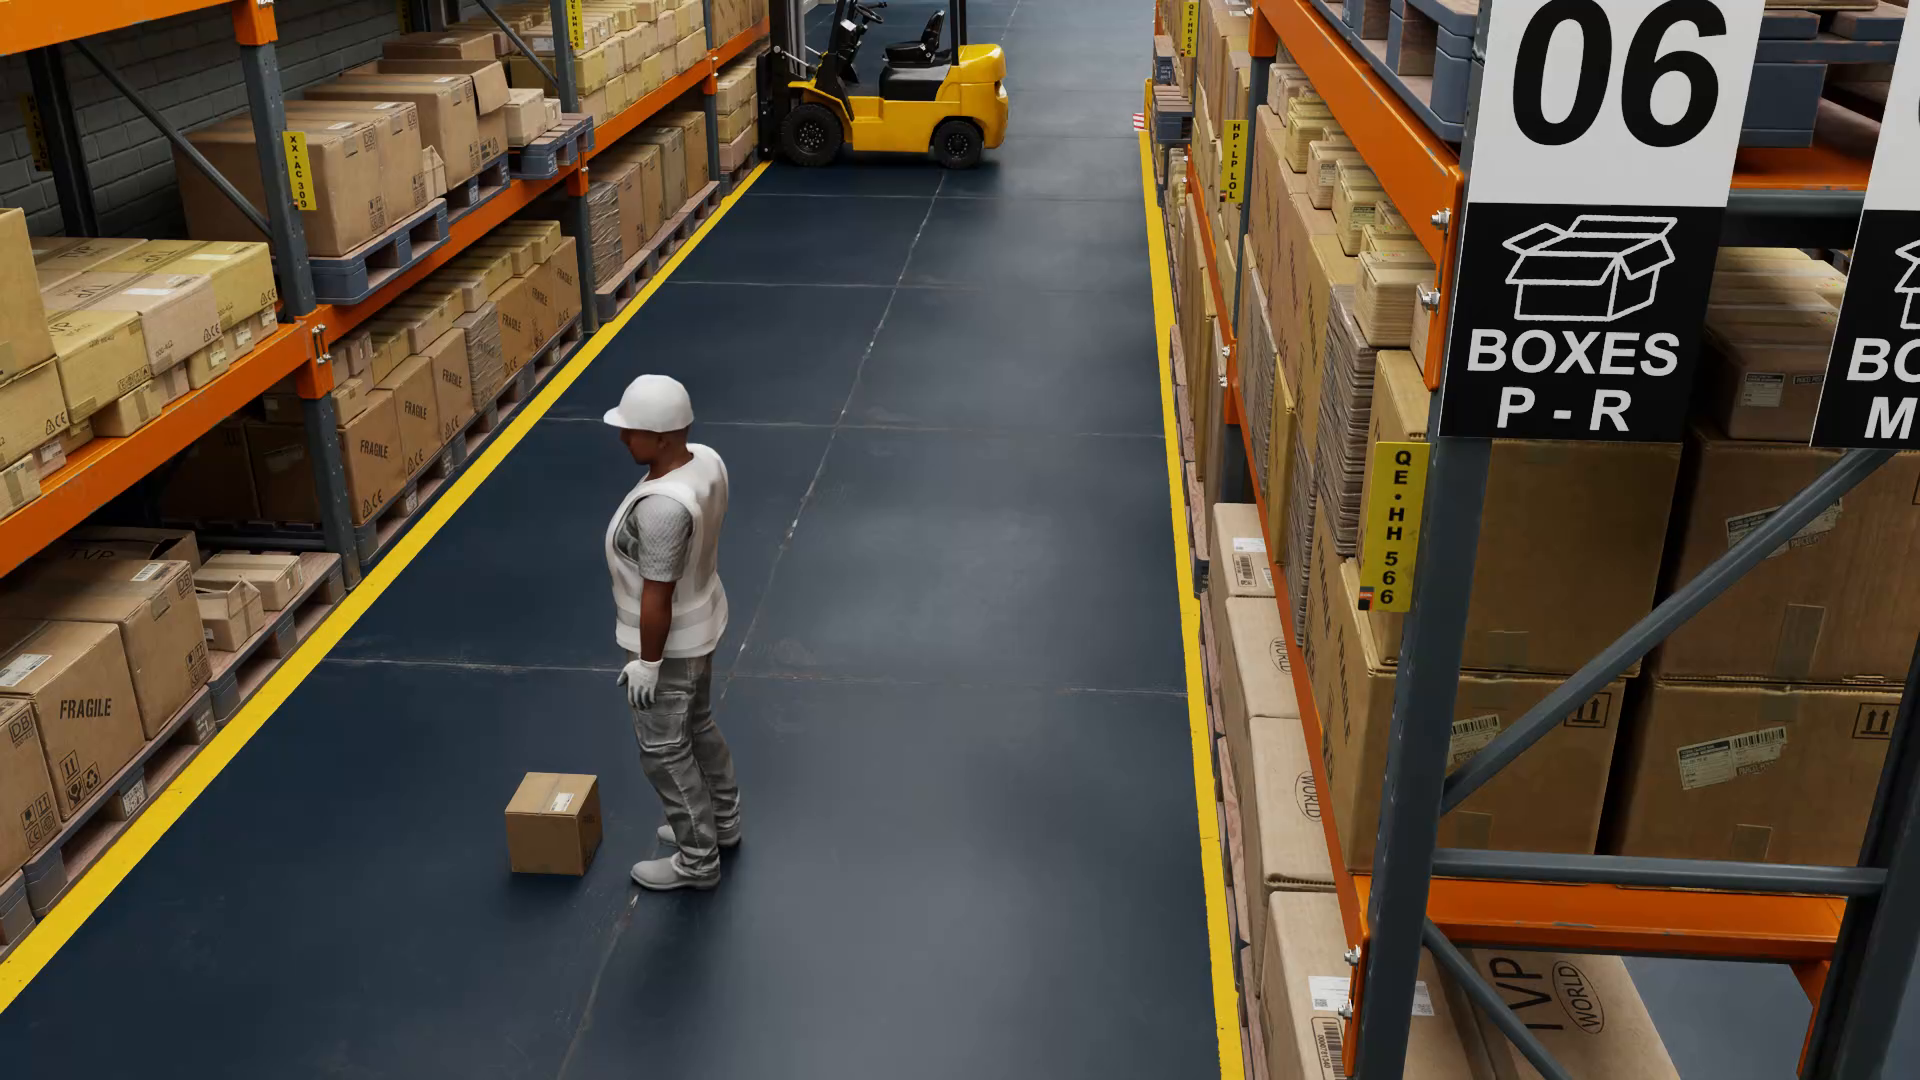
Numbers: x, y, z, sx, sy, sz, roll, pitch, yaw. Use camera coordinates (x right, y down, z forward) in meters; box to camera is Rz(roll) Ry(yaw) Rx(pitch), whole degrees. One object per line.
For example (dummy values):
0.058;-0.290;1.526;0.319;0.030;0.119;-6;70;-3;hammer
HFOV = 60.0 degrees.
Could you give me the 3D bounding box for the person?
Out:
-0.932;0.317;5.397;0.359;1.790;0.547;2;24;5;person
